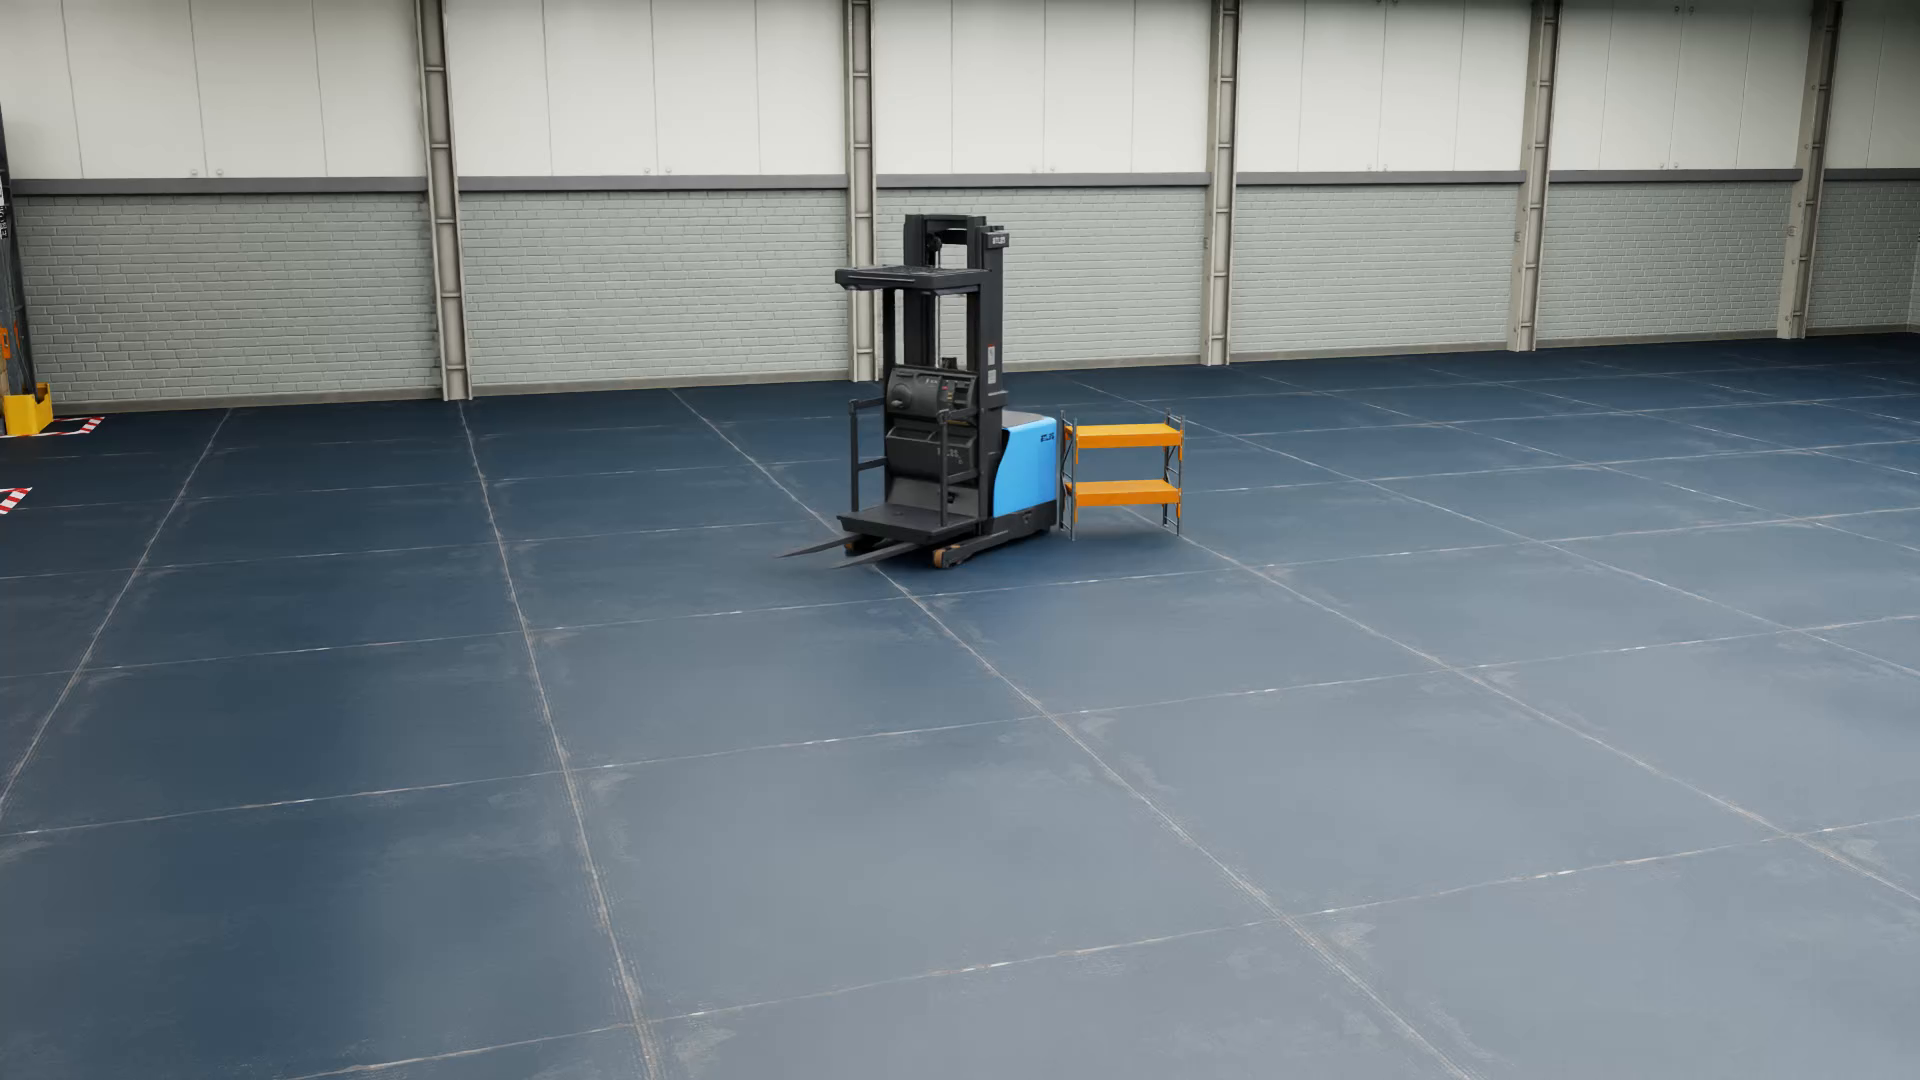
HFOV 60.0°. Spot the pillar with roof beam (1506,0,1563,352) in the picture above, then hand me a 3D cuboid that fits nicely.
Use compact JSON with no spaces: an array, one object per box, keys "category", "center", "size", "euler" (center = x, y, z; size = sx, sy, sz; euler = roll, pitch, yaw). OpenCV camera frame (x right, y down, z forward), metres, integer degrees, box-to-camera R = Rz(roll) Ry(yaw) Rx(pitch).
[{"category":"pillar with roof beam","center":[11.260,-6.784,24.323],"size":[0.400,9.000,9.100],"euler":[-4,14,-18]}]

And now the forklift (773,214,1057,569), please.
[{"category":"forklift","center":[-0.377,-1.309,14.421],"size":[1.130,2.935,3.031],"euler":[10,17,36]}]

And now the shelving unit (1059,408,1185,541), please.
[{"category":"shelving unit","center":[1.493,-0.618,15.416],"size":[1.048,1.125,0.538],"euler":[-2,14,-10]}]

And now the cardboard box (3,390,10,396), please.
[{"category":"cardboard box","center":[-12.440,-1.765,21.223],"size":[0.500,0.250,0.500],"euler":[-4,14,-18]}]

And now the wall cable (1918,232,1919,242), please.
[{"category":"wall cable","center":[18.788,-6.588,30.209],"size":[0.112,2.526,3.097],"euler":[-4,14,-18]}]

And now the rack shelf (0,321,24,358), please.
[{"category":"rack shelf","center":[-13.807,-2.394,20.388],"size":[4.000,0.370,1.077],"euler":[-4,14,-18]}]

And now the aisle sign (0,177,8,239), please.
[{"category":"aisle sign","center":[-11.756,-4.097,20.374],"size":[0.004,0.787,0.394],"euler":[-4,14,-18]}]

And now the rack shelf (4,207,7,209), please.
[{"category":"rack shelf","center":[-13.807,-3.854,20.041],"size":[4.000,0.370,1.077],"euler":[-4,14,-18]}]

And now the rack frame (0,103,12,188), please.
[{"category":"rack frame","center":[-11.912,-5.810,20.231],"size":[0.127,3.000,1.000],"euler":[-4,14,-18]}]

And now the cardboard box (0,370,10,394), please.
[{"category":"cardboard box","center":[-12.424,-2.012,21.183],"size":[0.500,0.250,0.500],"euler":[-4,14,-17]}]

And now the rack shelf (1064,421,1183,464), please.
[{"category":"rack shelf","center":[1.493,-0.902,15.348],"size":[1.000,0.278,0.538],"euler":[-2,14,-10]}]

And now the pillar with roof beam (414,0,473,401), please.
[{"category":"pillar with roof beam","center":[-5.799,-5.455,18.738],"size":[0.400,9.000,9.100],"euler":[-4,14,-18]}]

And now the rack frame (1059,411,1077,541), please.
[{"category":"rack frame","center":[0.993,-0.596,15.326],"size":[0.032,1.125,0.500],"euler":[-2,14,-10]}]

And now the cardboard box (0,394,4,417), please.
[{"category":"cardboard box","center":[-12.256,-1.654,20.758],"size":[0.500,0.250,0.500],"euler":[-4,14,-18]}]

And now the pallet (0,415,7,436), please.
[{"category":"pallet","center":[-12.623,-1.470,20.972],"size":[1.213,0.211,1.003],"euler":[-4,14,-18]}]

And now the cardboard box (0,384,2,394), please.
[{"category":"cardboard box","center":[-12.273,-1.897,20.698],"size":[0.500,0.250,0.500],"euler":[-5,14,-19]}]

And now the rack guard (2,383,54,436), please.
[{"category":"rack guard","center":[-11.889,-1.678,21.222],"size":[0.348,0.500,1.175],"euler":[-4,14,-18]}]

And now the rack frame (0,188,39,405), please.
[{"category":"rack frame","center":[-11.912,-2.892,20.925],"size":[0.127,3.000,1.000],"euler":[-4,14,-18]}]

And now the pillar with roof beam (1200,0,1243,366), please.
[{"category":"pillar with roof beam","center":[5.574,-6.341,22.462],"size":[0.400,9.000,9.100],"euler":[-4,14,-18]}]

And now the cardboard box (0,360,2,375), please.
[{"category":"cardboard box","center":[-12.249,-2.142,20.649],"size":[0.500,0.250,0.500],"euler":[-4,14,-16]}]

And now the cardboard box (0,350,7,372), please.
[{"category":"cardboard box","center":[-12.428,-2.251,21.105],"size":[0.500,0.250,0.500],"euler":[-5,14,-19]}]

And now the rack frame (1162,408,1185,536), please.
[{"category":"rack frame","center":[1.993,-0.639,15.506],"size":[0.032,1.125,0.500],"euler":[-2,14,-10]}]

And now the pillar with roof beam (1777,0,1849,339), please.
[{"category":"pillar with roof beam","center":[16.947,-7.227,26.185],"size":[0.548,9.000,9.100],"euler":[-4,14,-18]}]

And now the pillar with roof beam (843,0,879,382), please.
[{"category":"pillar with roof beam","center":[-0.113,-5.898,20.600],"size":[0.400,9.000,9.100],"euler":[-4,14,-18]}]

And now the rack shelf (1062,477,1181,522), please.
[{"category":"rack shelf","center":[1.493,-0.380,15.473],"size":[1.000,0.278,0.538],"euler":[-2,14,-10]}]
